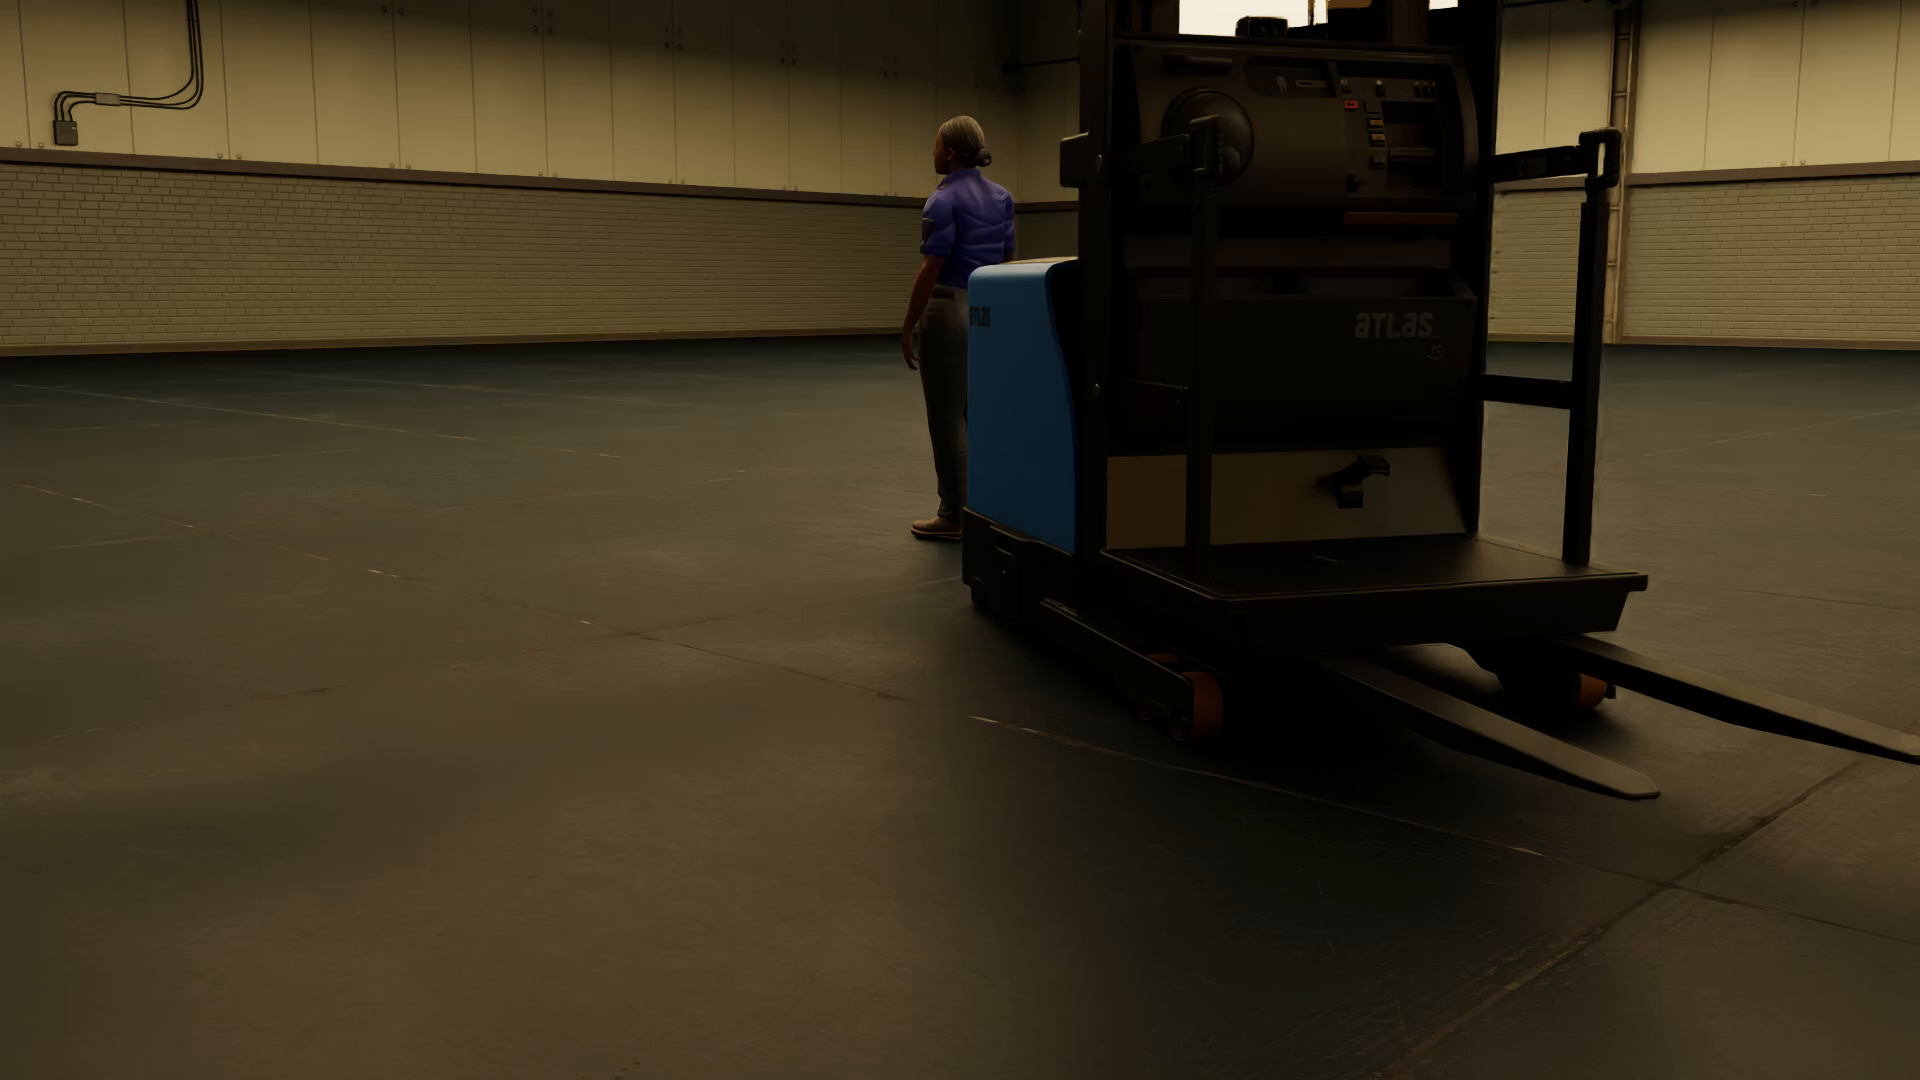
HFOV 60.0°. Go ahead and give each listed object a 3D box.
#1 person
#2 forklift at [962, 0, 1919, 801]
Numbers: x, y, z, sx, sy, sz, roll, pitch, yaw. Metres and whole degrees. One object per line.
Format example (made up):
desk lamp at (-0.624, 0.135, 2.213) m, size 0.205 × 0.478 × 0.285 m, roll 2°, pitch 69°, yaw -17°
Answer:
person at (-0.049, -0.837, 6.668) m, size 0.503 × 1.656 × 0.569 m, roll 8°, pitch 12°, yaw 43°
forklift at (0.921, -1.061, 3.919) m, size 1.130 × 2.935 × 3.031 m, roll -3°, pitch 9°, yaw -17°
